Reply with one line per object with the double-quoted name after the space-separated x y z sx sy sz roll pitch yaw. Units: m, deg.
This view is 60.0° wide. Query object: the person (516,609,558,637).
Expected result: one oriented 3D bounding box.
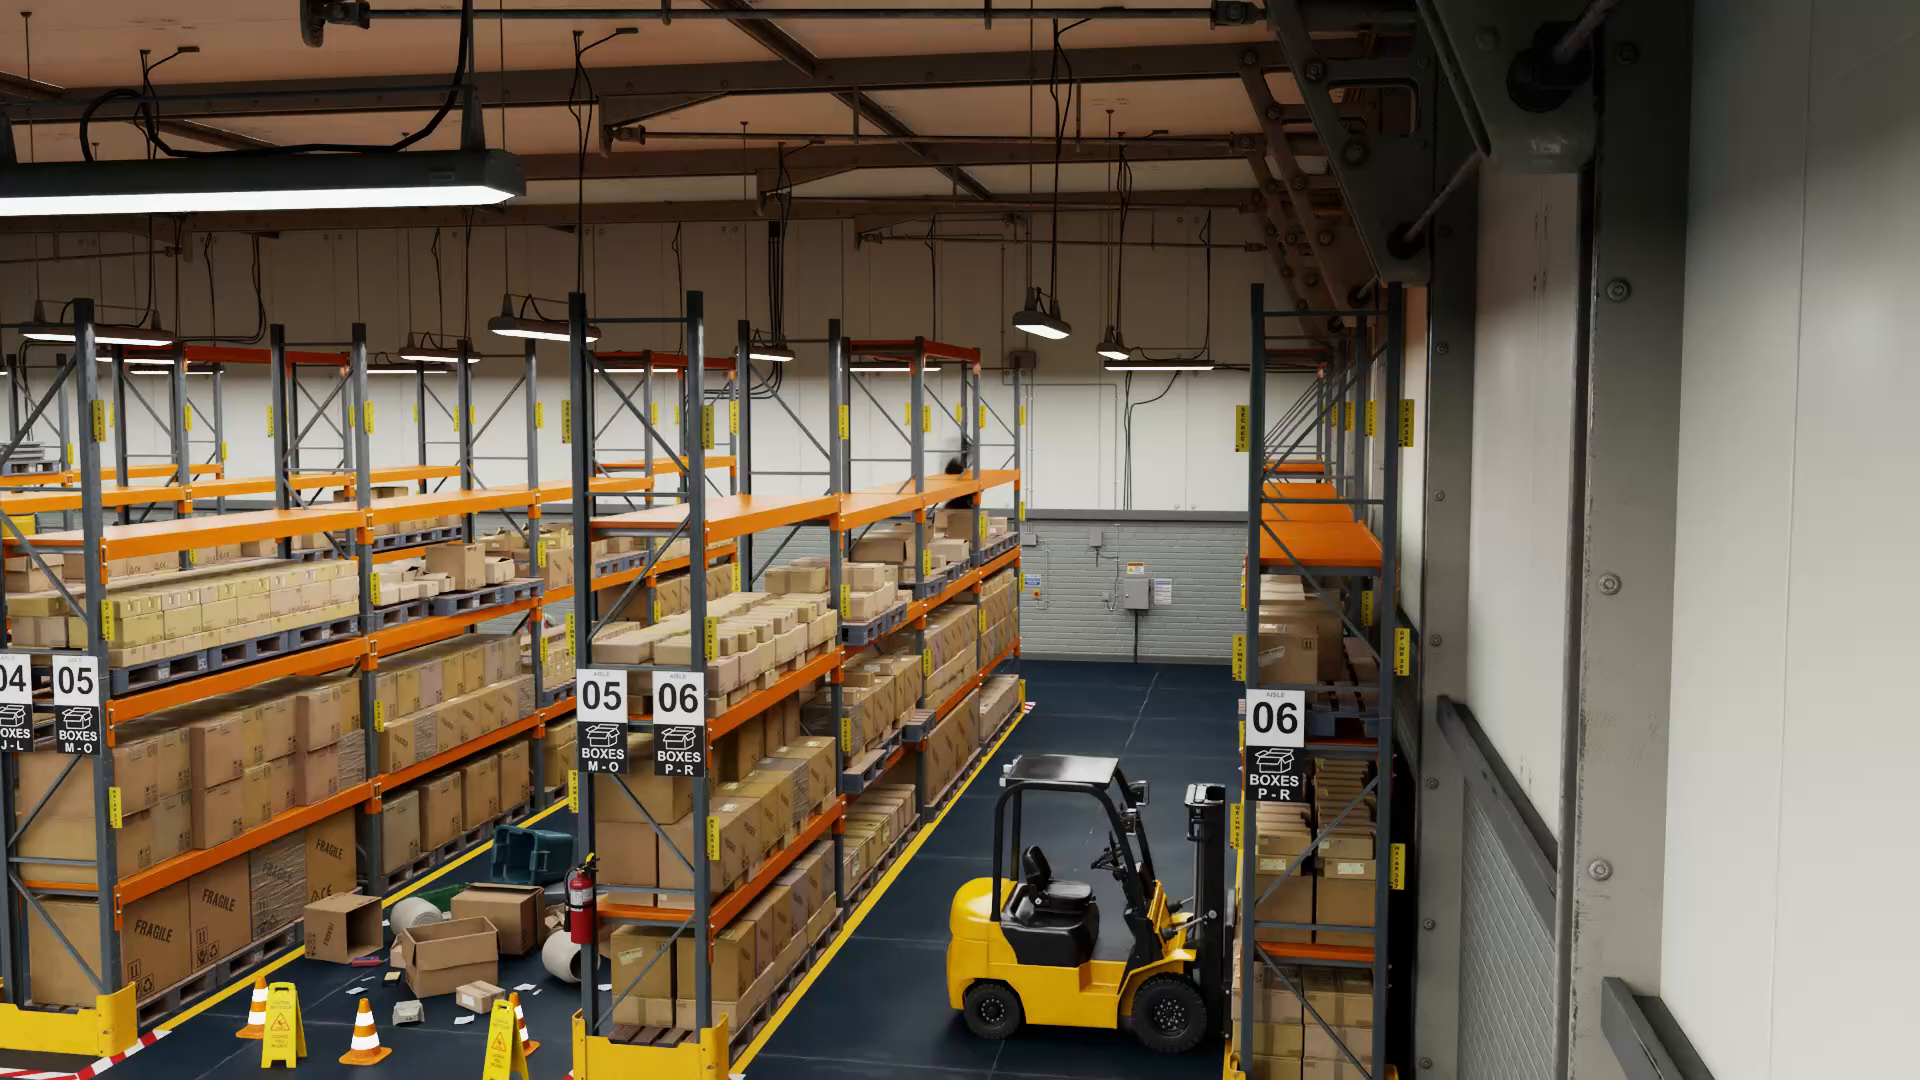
-7.553 1.851 29.765 0.707 1.632 0.764 -2 5 -23 "person"
